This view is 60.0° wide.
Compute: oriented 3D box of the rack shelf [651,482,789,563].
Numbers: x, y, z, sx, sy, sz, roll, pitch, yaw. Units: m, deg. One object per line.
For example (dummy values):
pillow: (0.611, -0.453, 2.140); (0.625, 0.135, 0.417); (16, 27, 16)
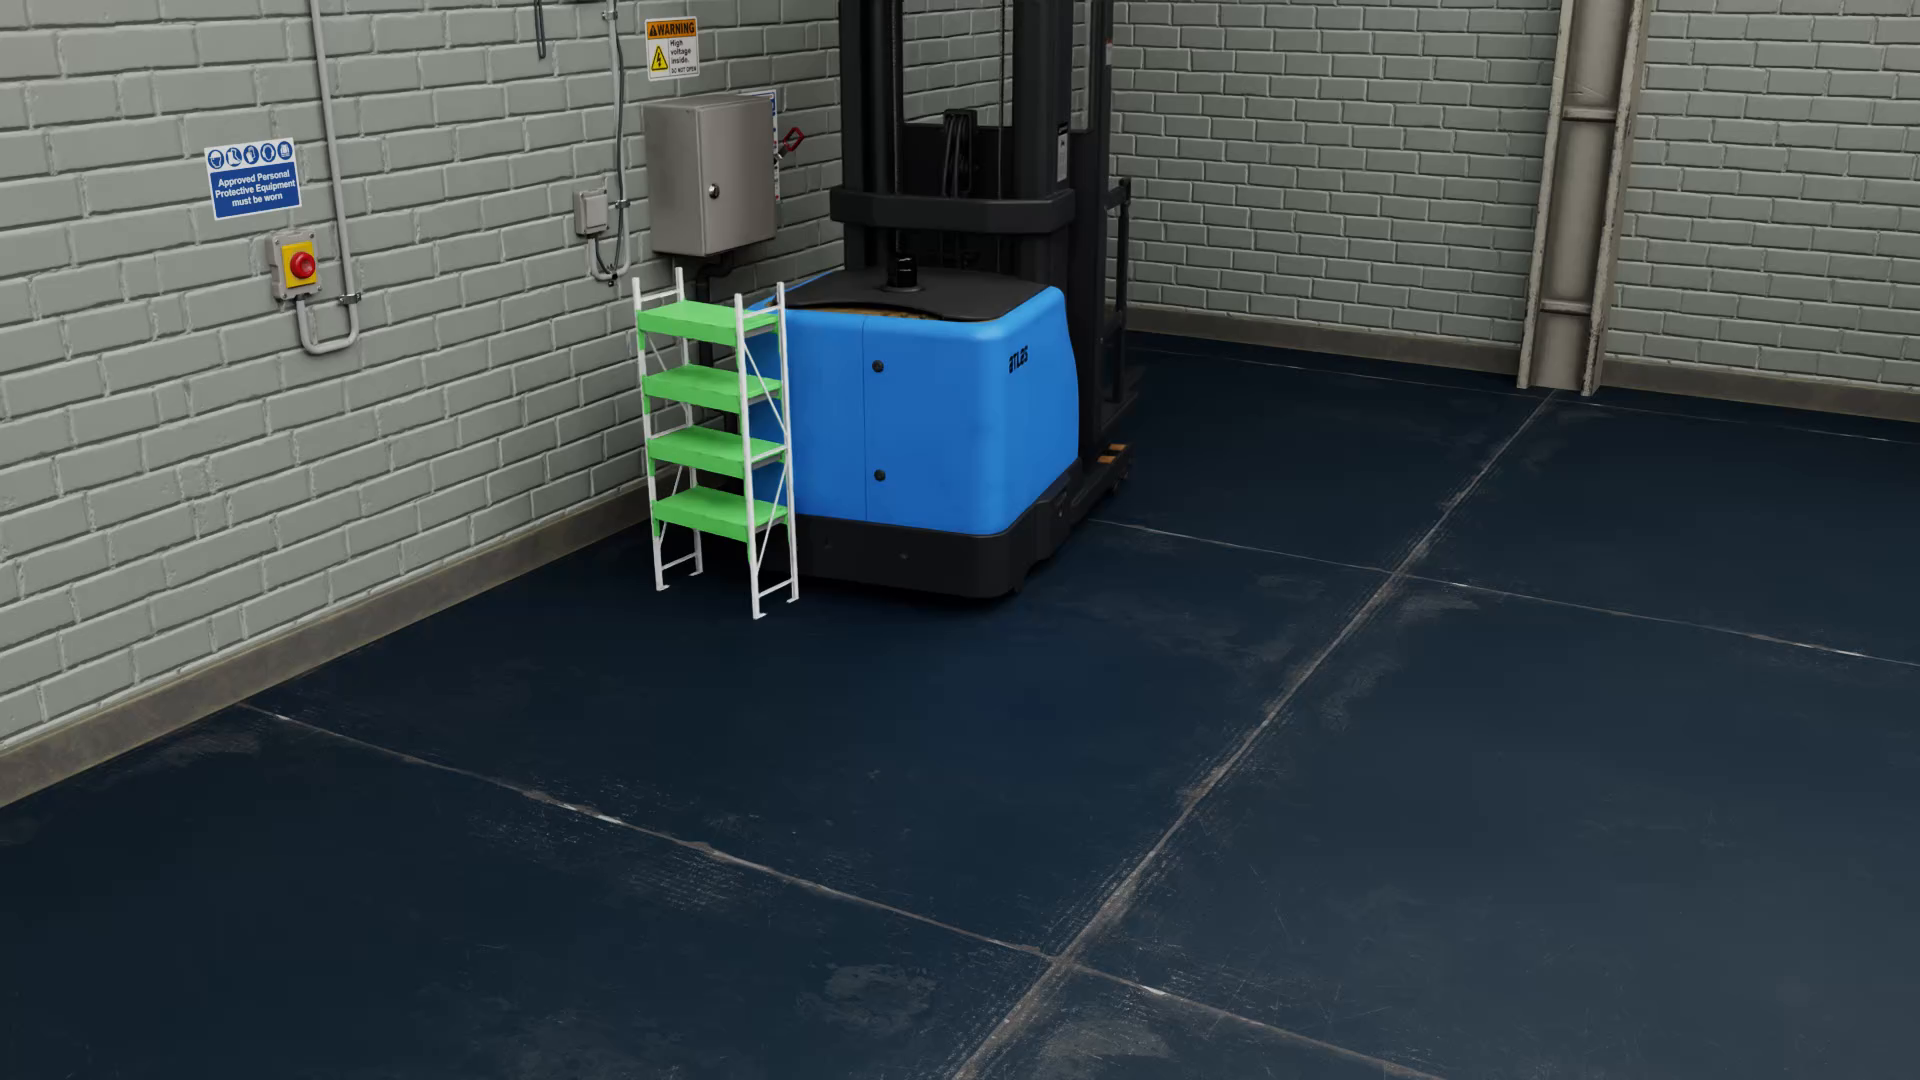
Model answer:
rack shelf: (-0.883, -0.070, 6.183); (0.480, 0.148, 0.258); (13, 25, 33)

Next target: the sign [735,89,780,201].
sign: (-0.905, -1.740, 7.403); (0.001, 0.494, 0.329); (11, 23, 27)

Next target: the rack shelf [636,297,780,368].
rack shelf: (-0.890, -0.743, 5.928); (0.480, 0.148, 0.258); (13, 25, 33)

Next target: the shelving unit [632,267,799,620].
shelving unit: (-0.886, -0.354, 6.076); (0.503, 1.200, 0.258); (13, 25, 33)

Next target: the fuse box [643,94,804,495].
fuse box: (-0.965, -0.998, 7.106); (0.414, 1.711, 0.539); (11, 23, 27)

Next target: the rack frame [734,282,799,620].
rack frame: (-0.686, -0.307, 5.944); (0.015, 1.200, 0.240); (13, 25, 33)

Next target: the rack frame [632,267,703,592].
rack frame: (-1.086, -0.402, 6.207); (0.015, 1.200, 0.240); (13, 25, 33)

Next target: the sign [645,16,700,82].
sign: (-1.173, -2.010, 6.795); (0.001, 0.242, 0.339); (11, 23, 27)

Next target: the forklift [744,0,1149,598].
forklift: (0.160, -1.633, 7.069); (1.130, 2.935, 3.031); (7, 21, 18)

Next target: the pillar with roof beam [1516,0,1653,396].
pillar with roof beam: (1.221, -3.805, 4.159); (0.400, 9.000, 9.100); (11, 23, 27)

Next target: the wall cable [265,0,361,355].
wall cable: (-2.117, -1.495, 5.051); (0.123, 1.953, 0.585); (11, 23, 27)

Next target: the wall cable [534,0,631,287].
wall cable: (-1.436, -1.904, 6.225); (0.122, 1.984, 0.588); (11, 23, 27)

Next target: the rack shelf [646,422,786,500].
rack shelf: (-0.885, -0.294, 6.098); (0.480, 0.148, 0.258); (13, 25, 33)

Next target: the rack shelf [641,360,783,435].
rack shelf: (-0.888, -0.519, 6.013); (0.480, 0.148, 0.258); (13, 25, 33)

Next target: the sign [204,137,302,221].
sign: (-2.194, -1.125, 5.172); (0.001, 0.218, 0.327); (11, 23, 27)
